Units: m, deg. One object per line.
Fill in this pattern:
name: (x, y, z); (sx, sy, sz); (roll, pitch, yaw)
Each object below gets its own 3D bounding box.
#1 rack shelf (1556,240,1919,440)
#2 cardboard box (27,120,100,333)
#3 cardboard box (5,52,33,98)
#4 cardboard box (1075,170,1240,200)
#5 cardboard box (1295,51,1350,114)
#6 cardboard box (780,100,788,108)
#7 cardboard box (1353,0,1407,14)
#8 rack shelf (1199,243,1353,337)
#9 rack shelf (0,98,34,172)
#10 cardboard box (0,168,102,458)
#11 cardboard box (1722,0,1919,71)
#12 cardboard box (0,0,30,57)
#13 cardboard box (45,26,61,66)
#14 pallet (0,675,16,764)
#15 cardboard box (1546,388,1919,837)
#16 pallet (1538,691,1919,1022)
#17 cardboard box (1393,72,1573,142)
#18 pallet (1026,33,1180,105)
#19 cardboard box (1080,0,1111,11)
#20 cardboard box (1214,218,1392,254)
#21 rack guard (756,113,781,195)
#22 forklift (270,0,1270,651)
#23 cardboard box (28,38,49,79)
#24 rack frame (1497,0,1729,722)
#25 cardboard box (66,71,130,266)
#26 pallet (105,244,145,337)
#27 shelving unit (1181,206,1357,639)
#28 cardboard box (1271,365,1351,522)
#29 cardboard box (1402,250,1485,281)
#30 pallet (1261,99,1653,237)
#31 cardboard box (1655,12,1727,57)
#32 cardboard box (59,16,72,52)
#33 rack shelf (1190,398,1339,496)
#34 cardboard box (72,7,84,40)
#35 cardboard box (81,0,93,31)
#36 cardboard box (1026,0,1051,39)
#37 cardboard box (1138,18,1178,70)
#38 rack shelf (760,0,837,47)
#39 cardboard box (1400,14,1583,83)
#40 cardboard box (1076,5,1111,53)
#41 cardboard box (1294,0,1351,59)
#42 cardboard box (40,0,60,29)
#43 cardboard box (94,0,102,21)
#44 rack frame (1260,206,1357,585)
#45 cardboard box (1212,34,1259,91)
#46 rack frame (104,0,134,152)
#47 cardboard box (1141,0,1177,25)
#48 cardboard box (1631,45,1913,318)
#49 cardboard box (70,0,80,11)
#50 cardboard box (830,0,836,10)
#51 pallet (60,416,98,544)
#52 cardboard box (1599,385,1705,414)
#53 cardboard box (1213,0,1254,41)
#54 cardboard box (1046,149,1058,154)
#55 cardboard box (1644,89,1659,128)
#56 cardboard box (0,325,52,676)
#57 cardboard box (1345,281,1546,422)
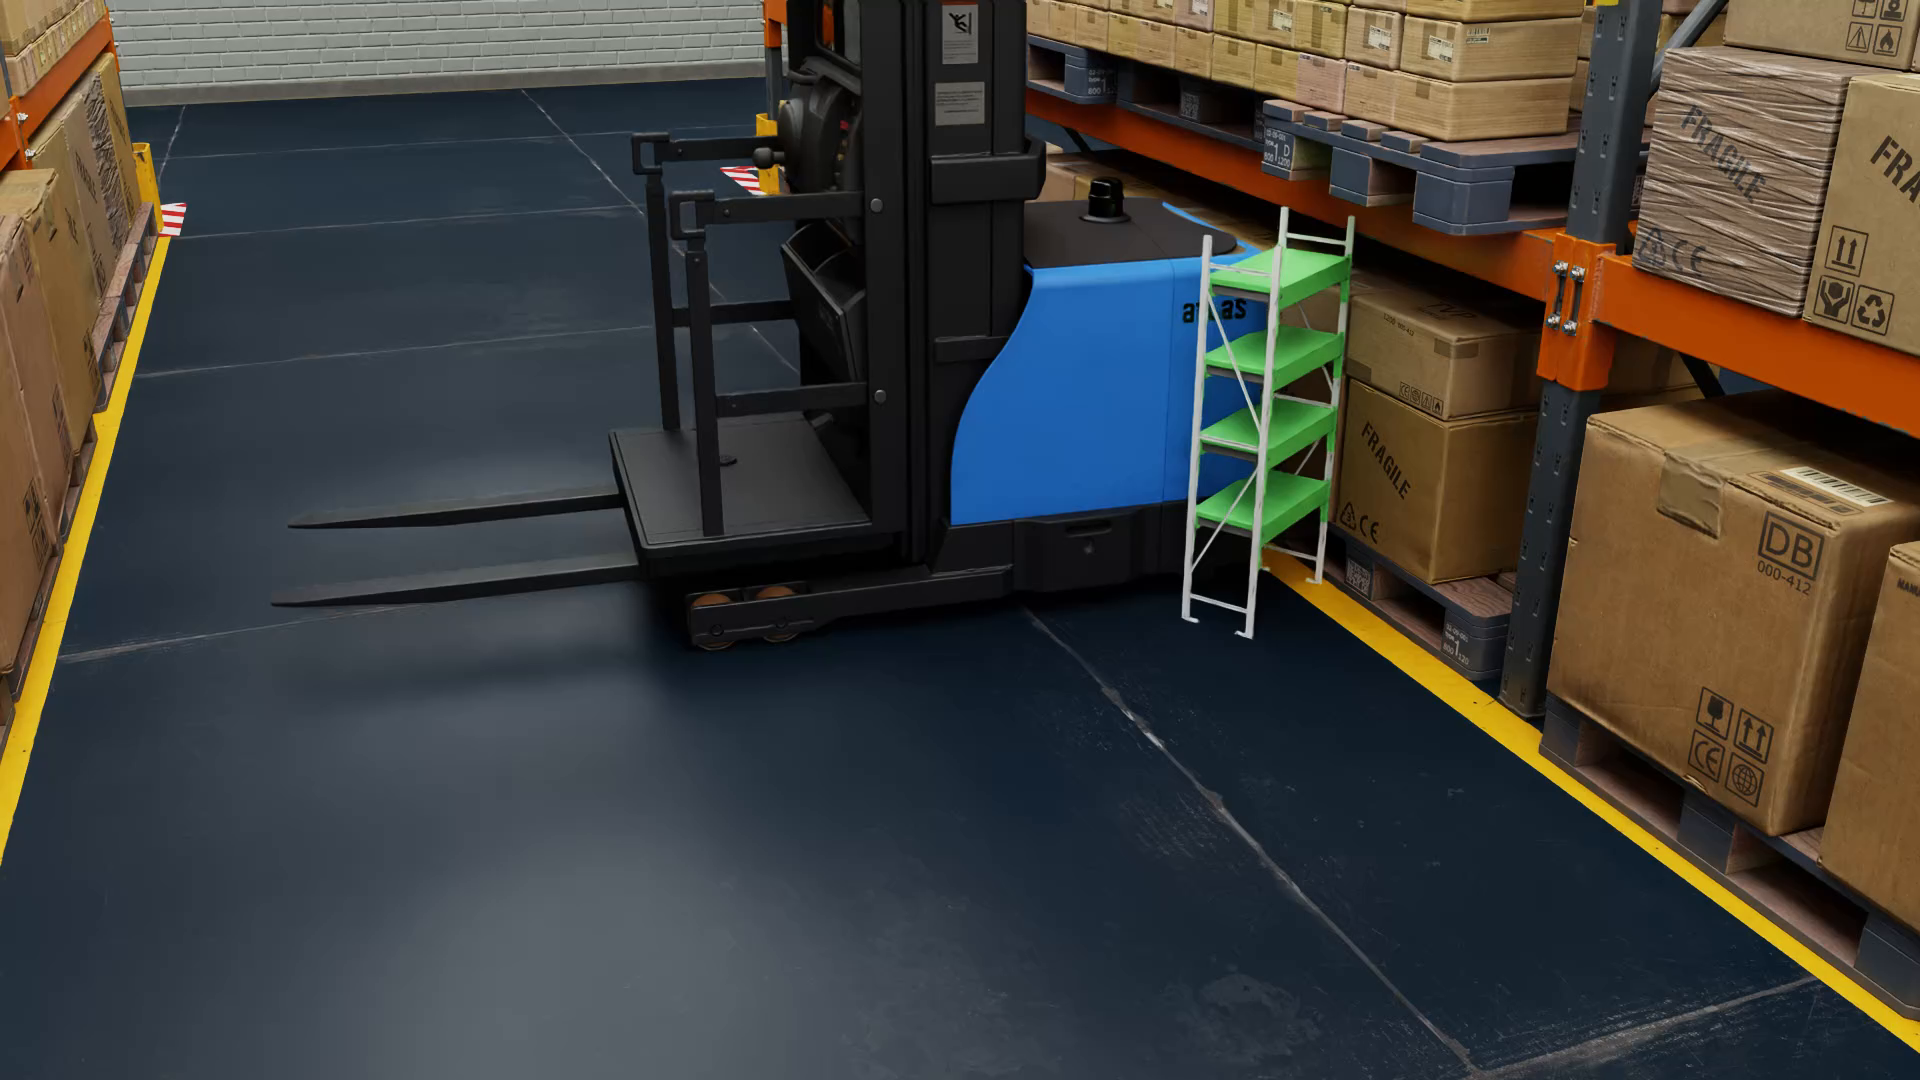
rack shelf: (2.704, 0.085, 2.613); (1.077, 0.370, 4.000); (-8, 24, -19)
cardboard box: (-4.250, -1.248, 7.045); (0.875, 0.875, 0.875); (-8, 24, -19)
cardboard box: (-3.885, -1.820, 6.530); (0.380, 0.149, 0.250); (-8, 24, -19)
cardboard box: (0.789, -1.316, 6.723); (0.500, 0.250, 0.500); (-8, 24, -18)
cardboard box: (1.216, -1.351, 4.877); (0.380, 0.149, 0.250); (-8, 24, -18)
cardboard box: (-0.961, -2.797, 10.889); (0.380, 0.149, 0.250); (-10, 25, -21)
cardboard box: (1.309, -1.532, 4.540); (0.380, 0.149, 0.250); (-9, 24, -20)
rack shelf: (0.934, -0.742, 4.894); (0.258, 0.148, 0.480); (16, 28, 33)
rack shelf: (-3.385, -0.725, 4.534); (1.077, 0.370, 4.000); (-8, 24, -19)
cardboard box: (-3.846, -0.768, 5.904); (1.225, 0.875, 0.875); (-8, 24, -19)
cardboard box: (2.147, -1.316, 3.594); (0.700, 0.500, 0.500); (-8, 24, -19)
cardboard box: (-4.012, -2.058, 6.580); (0.500, 0.250, 0.500); (-9, 24, -20)
cardboard box: (-4.256, -2.200, 7.430); (0.380, 0.149, 0.250); (-9, 24, -20)
pallet: (-2.886, 0.659, 3.916); (1.003, 0.211, 1.213); (-8, 24, -19)
cardboard box: (2.129, 0.103, 3.999); (1.050, 0.750, 0.750); (-9, 24, -20)
pallet: (2.206, 0.608, 4.035); (1.003, 0.211, 1.213); (-8, 24, -19)
cardboard box: (1.393, -1.167, 4.440); (0.380, 0.149, 0.250); (-8, 24, -18)
pallet: (0.719, -2.041, 6.977); (1.003, 0.211, 1.213); (-8, 24, -19)
cardboard box: (0.668, -2.056, 6.165); (0.380, 0.149, 0.250); (-7, 24, -17)
cardboard box: (1.157, -0.942, 5.835); (0.500, 0.250, 0.500); (-8, 24, -18)
rack guard: (-0.802, -2.701, 11.514); (1.175, 0.500, 0.348); (-8, 24, -19)
forklift: (-0.604, -1.249, 4.940); (3.031, 2.935, 1.130); (-6, 24, -15)
cardboard box: (-4.071, -2.011, 6.984); (0.380, 0.149, 0.250); (-8, 24, -17)
rack frame: (1.998, -0.973, 4.198); (1.000, 3.000, 0.127); (-8, 24, -19)
cardboard box: (-4.882, -1.899, 8.588); (0.875, 0.875, 0.875); (-8, 24, -19)
pallet: (-4.721, -1.229, 8.394); (1.003, 0.211, 1.213); (-8, 24, -19)
shelving unit: (0.934, -0.359, 5.057); (0.258, 1.200, 0.503); (16, 28, 33)
cardboard box: (1.341, -0.408, 5.533); (0.500, 0.500, 0.500); (-7, 24, -17)
cardboard box: (1.801, -0.829, 5.566); (0.500, 0.250, 0.500); (-9, 24, -20)
pallet: (1.646, -1.129, 4.815); (1.213, 0.211, 1.003); (-8, 24, -19)
cardboard box: (2.015, -1.391, 4.589); (0.380, 0.149, 0.250); (-7, 24, -17)
cardboard box: (-4.437, -2.387, 7.874); (0.380, 0.149, 0.250); (-9, 25, -21)
rack shelf: (0.934, -0.300, 5.082); (0.258, 0.148, 0.480); (16, 28, 33)
cardboard box: (-4.616, -2.571, 8.312); (0.380, 0.149, 0.250); (-8, 24, -19)
cardboard box: (-4.802, -2.760, 8.759); (0.380, 0.149, 0.250); (-8, 24, -18)
cardboard box: (0.482, -2.107, 6.670); (0.380, 0.149, 0.250); (-8, 24, -19)
cardboard box: (0.846, -1.733, 5.782); (0.380, 0.149, 0.250); (-10, 25, -21)
rack shelf: (-0.122, -2.822, 9.510); (1.077, 0.370, 4.000); (-8, 24, -19)
cardboard box: (1.397, -1.305, 4.385); (0.380, 0.149, 0.250); (-8, 24, -18)
cardboard box: (0.660, -1.923, 6.234); (0.380, 0.149, 0.250); (-9, 25, -21)
cardboard box: (1.206, -1.497, 4.840); (0.380, 0.149, 0.250); (-8, 24, -18)
cardboard box: (-4.371, -2.427, 7.455); (0.500, 0.250, 0.500); (-8, 24, -18)
cardboard box: (-4.977, -2.942, 9.192); (0.380, 0.149, 0.250); (-8, 24, -18)
rack frame: (1.078, -0.436, 5.238); (0.240, 1.200, 0.015); (16, 28, 33)
cardboard box: (1.035, -1.540, 5.324); (0.380, 0.149, 0.250); (-9, 25, -21)
rack frame: (-5.504, -3.236, 9.567); (1.000, 3.000, 0.127); (-8, 24, -19)
cardboard box: (0.848, -1.867, 5.718); (0.380, 0.149, 0.250); (-9, 24, -20)
cardboard box: (1.904, -0.819, 3.703); (0.500, 0.500, 0.500); (-8, 24, -18)
cardboard box: (-4.726, -2.795, 8.331); (0.500, 0.250, 0.500); (-9, 25, -21)
cardboard box: (-0.554, -3.233, 9.881); (0.380, 0.149, 0.250); (-9, 24, -20)
pallet: (-3.748, -0.228, 6.019); (1.003, 0.211, 1.213); (-8, 24, -19)
cardboard box: (1.986, -0.307, 5.294); (0.500, 0.500, 0.500); (-9, 25, -21)
cardboard box: (1.032, -1.679, 5.271); (0.380, 0.149, 0.250); (-9, 24, -19)
cardboard box: (0.366, -2.019, 9.043); (0.380, 0.149, 0.250); (-9, 24, -20)
cardboard box: (2.028, -1.241, 4.616); (0.380, 0.149, 0.250); (-9, 24, -20)
cardboard box: (-3.210, -0.123, 4.374); (1.225, 0.875, 0.875); (-8, 24, -19)
cardboard box: (1.511, -0.573, 4.960); (0.500, 0.250, 0.500); (-9, 24, -20)
